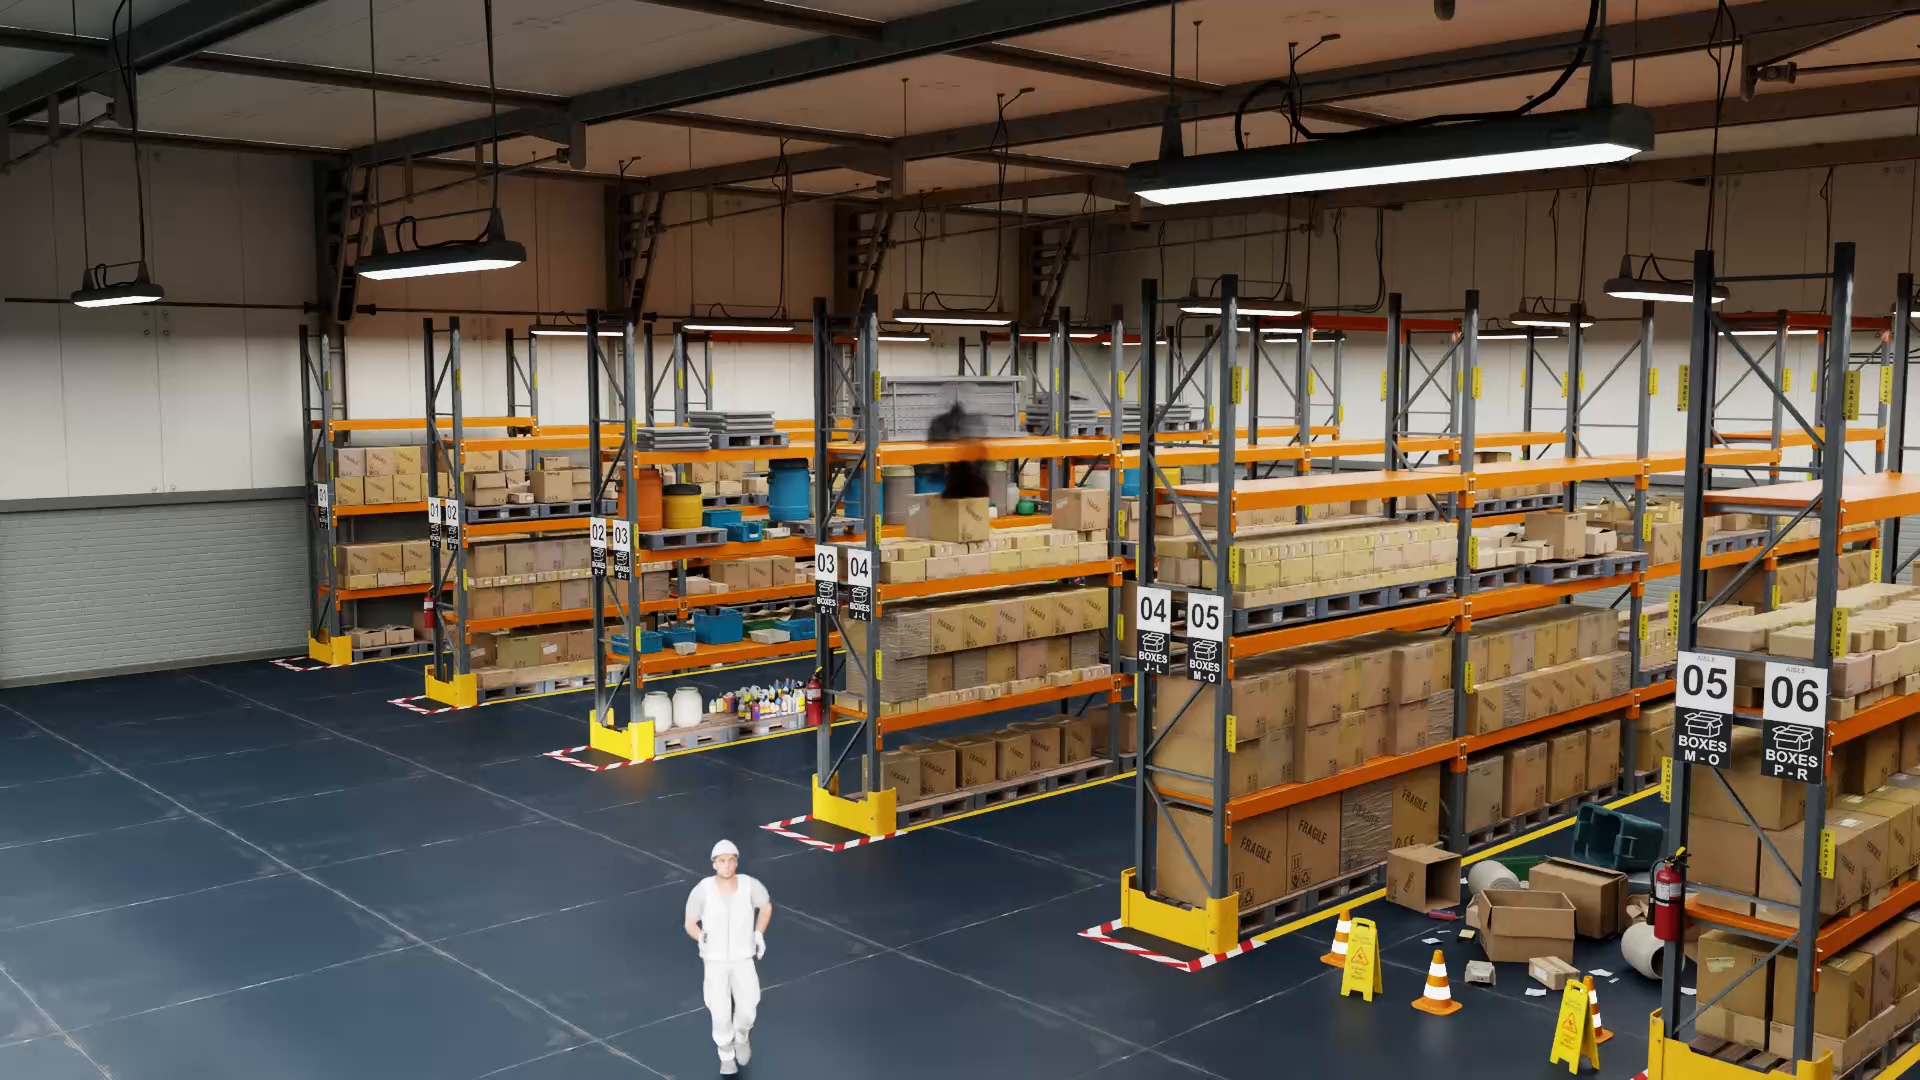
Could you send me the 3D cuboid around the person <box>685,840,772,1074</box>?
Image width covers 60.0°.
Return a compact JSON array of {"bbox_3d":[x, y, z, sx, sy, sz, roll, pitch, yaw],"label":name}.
[{"bbox_3d":[-1.676,3.065,12.122,0.644,1.741,0.580,-1,6,-10],"label":"person"}]
